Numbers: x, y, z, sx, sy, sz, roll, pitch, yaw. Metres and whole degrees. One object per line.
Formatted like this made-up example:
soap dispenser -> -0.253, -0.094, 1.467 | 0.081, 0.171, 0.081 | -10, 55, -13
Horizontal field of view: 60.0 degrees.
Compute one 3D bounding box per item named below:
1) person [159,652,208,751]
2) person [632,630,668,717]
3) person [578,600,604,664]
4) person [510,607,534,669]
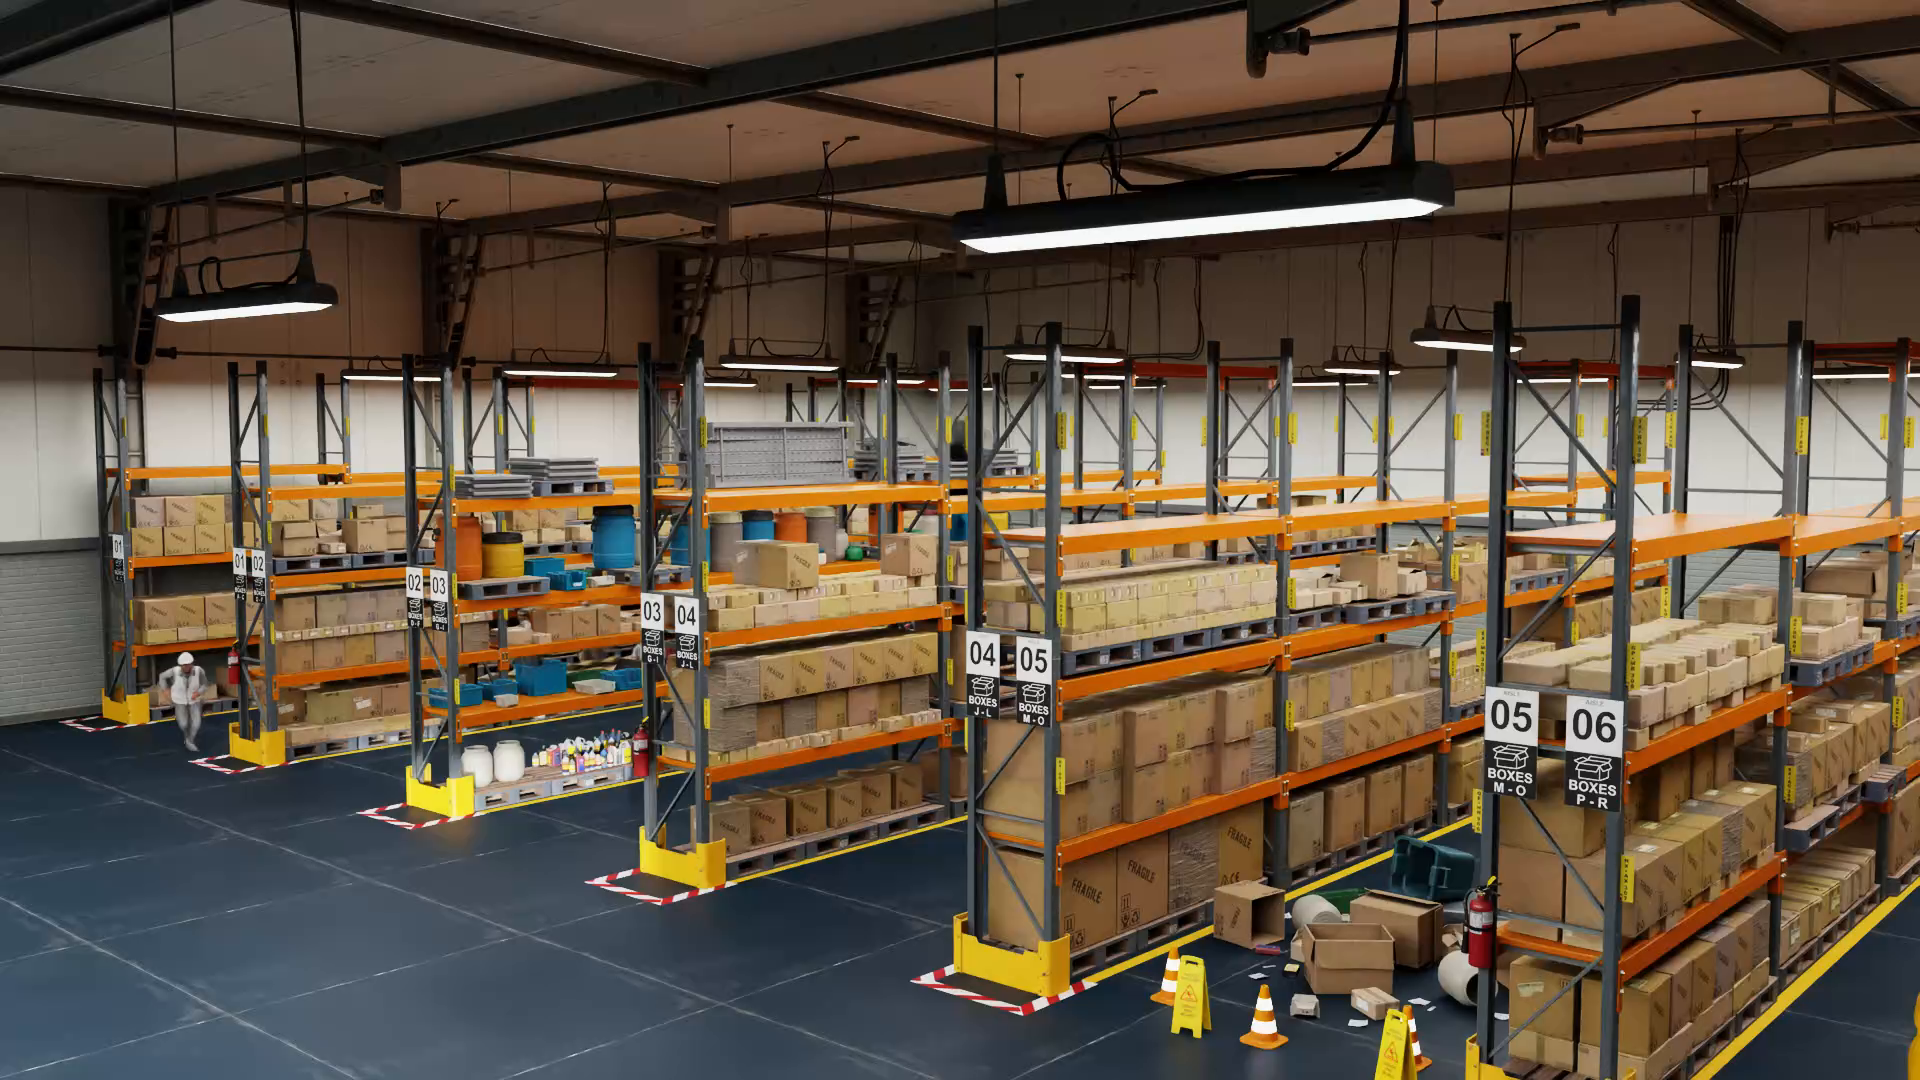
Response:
person -> -11.925, 2.495, 25.570 | 0.686, 1.592, 0.819 | -2, 5, -23
person -> -5.207, 2.293, 28.093 | 0.562, 1.638, 0.947 | 1, 4, 19
person -> -7.016, 1.976, 31.627 | 0.660, 1.702, 0.857 | 3, 5, 39
person -> -8.184, 2.054, 31.151 | 0.491, 1.629, 0.710 | -2, 5, -29
